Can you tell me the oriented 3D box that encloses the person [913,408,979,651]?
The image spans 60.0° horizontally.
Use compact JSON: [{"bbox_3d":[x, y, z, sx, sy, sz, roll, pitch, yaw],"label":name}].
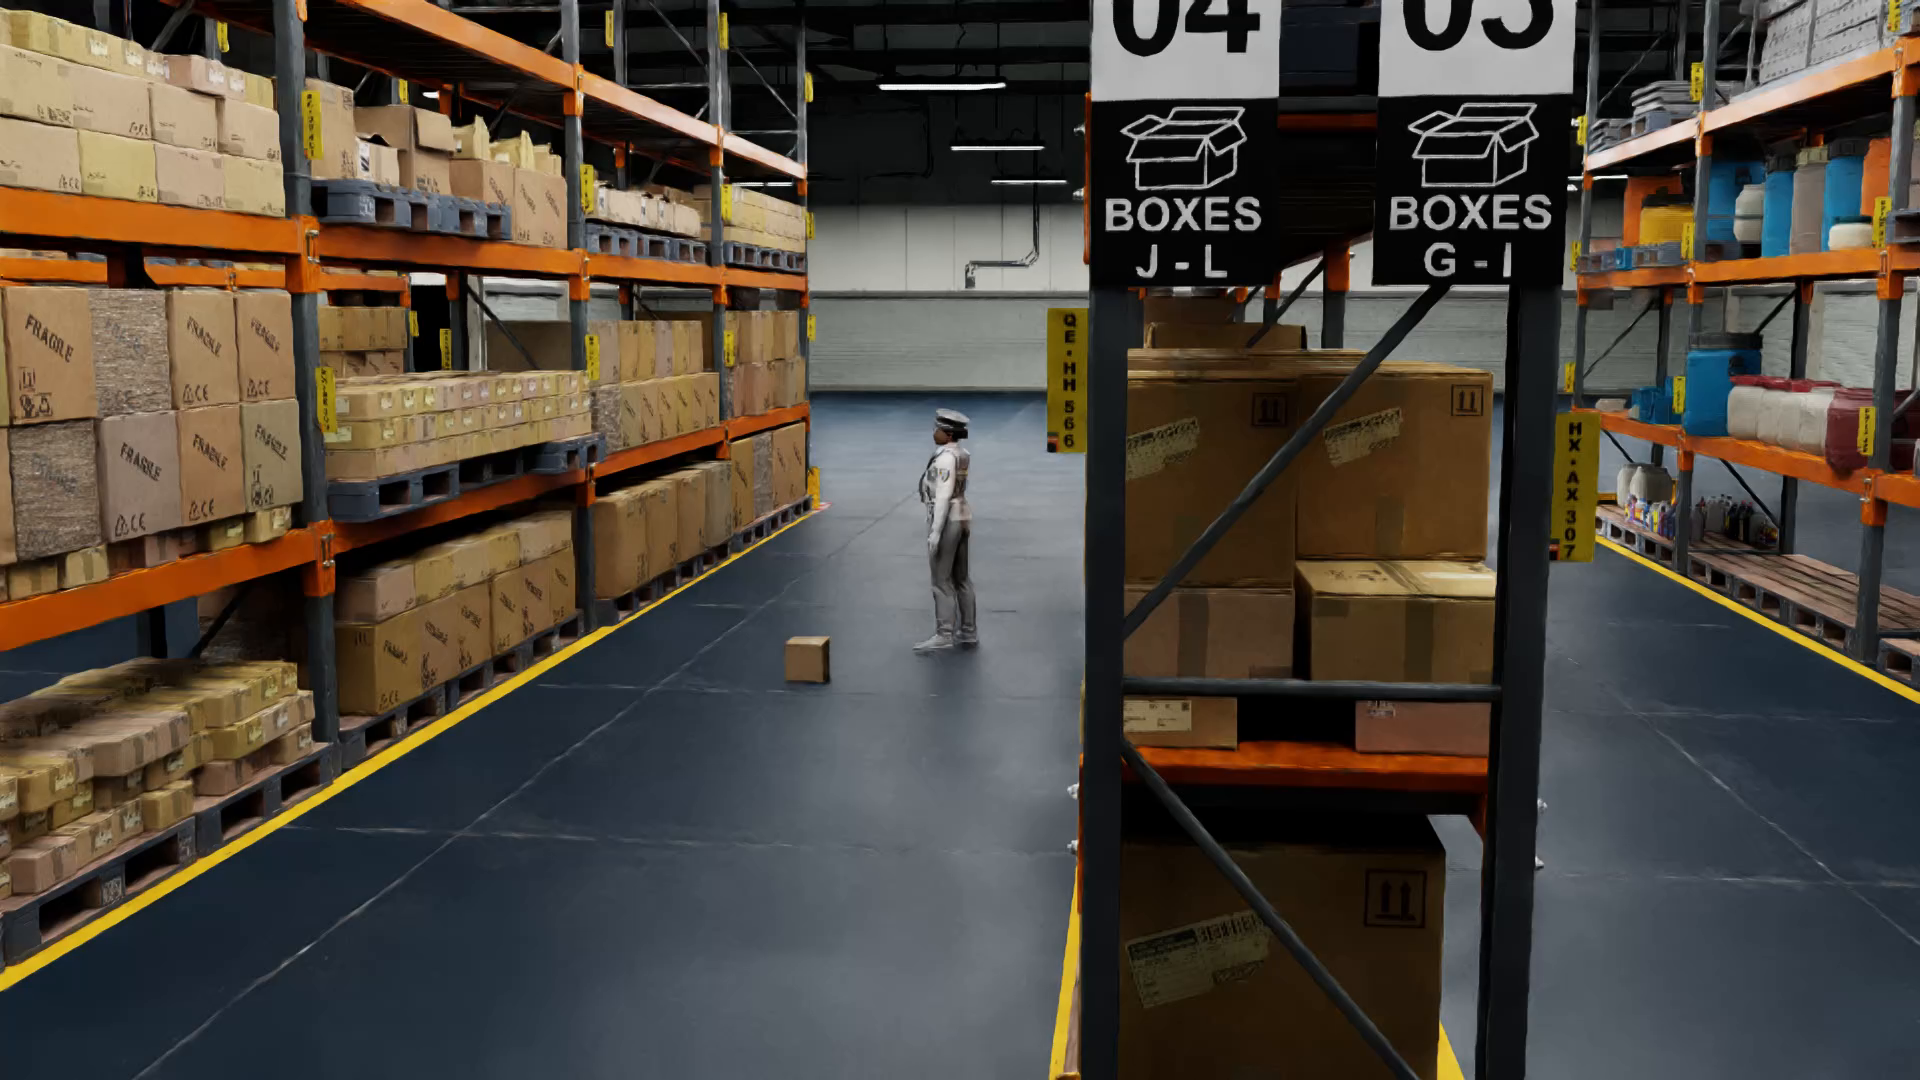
[{"bbox_3d":[-0.081,-0.080,11.662,0.357,1.689,0.608,3,8,20],"label":"person"}]
